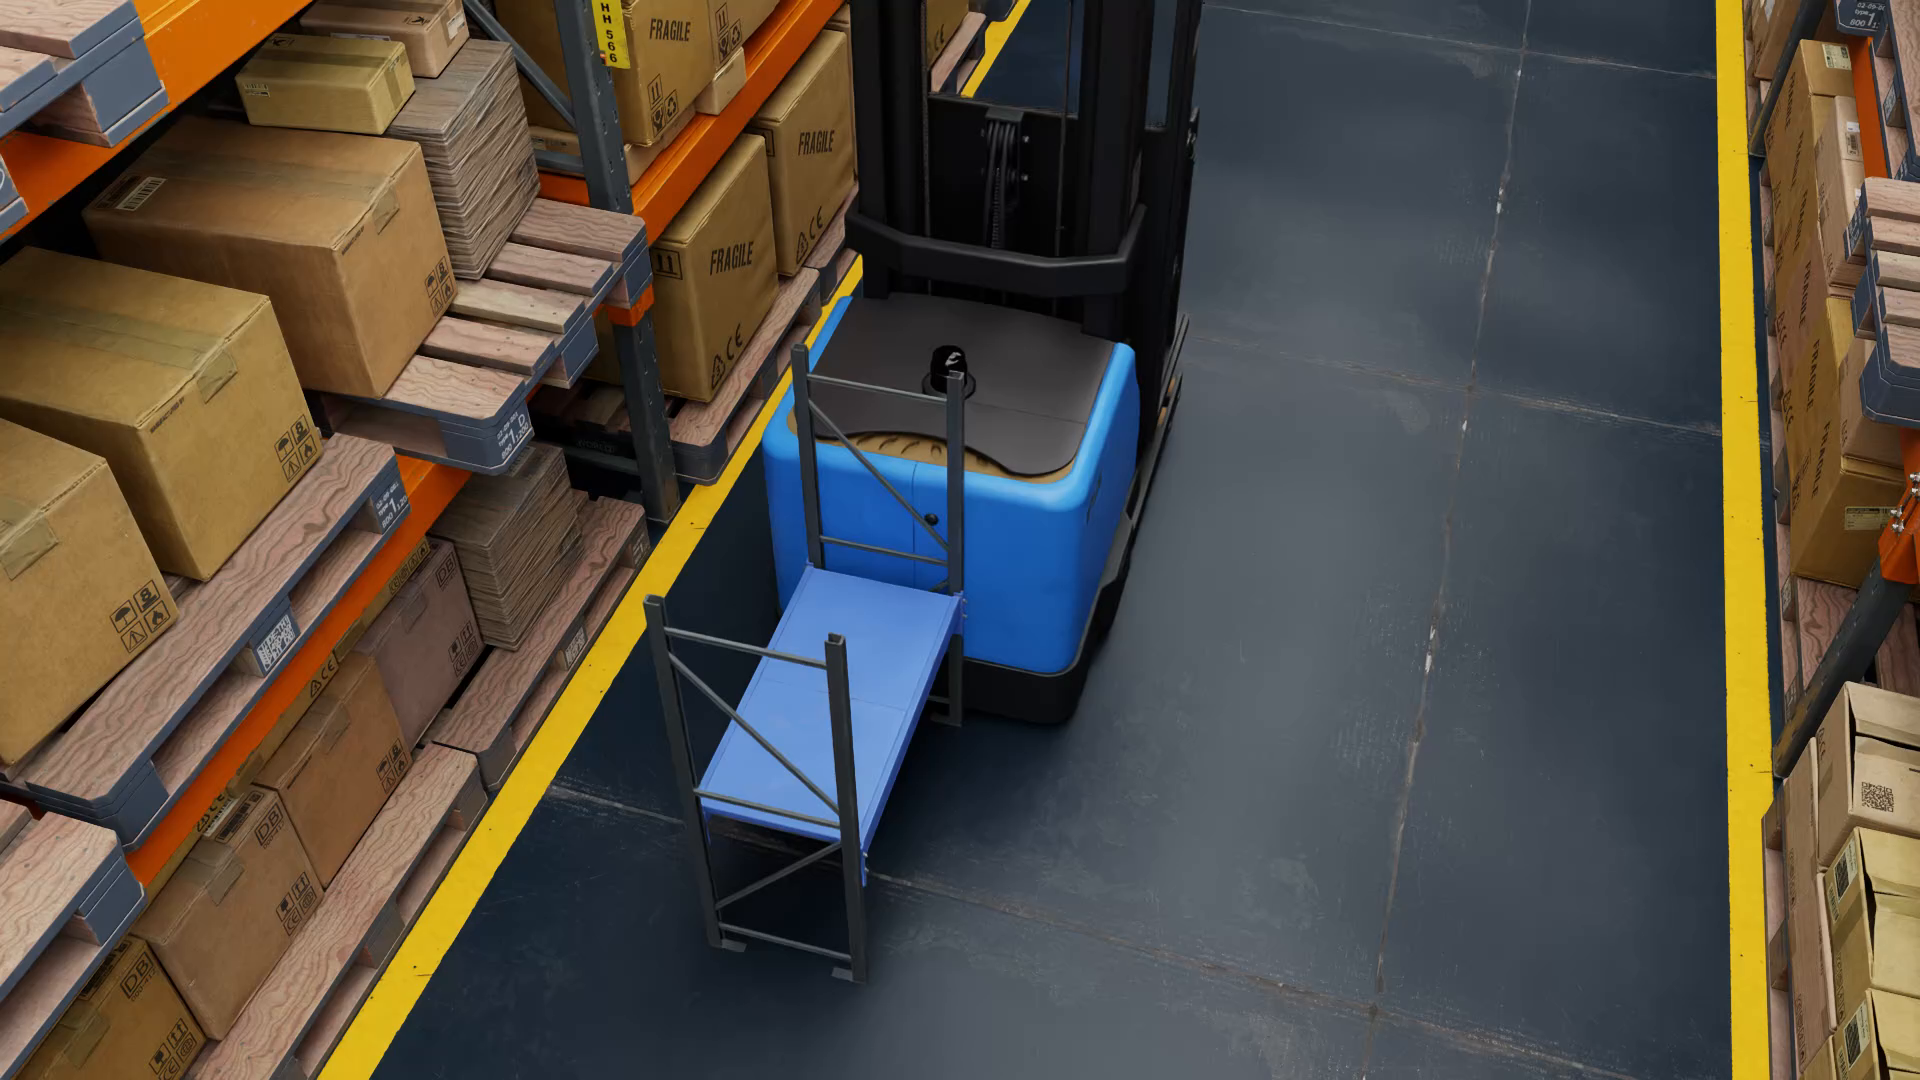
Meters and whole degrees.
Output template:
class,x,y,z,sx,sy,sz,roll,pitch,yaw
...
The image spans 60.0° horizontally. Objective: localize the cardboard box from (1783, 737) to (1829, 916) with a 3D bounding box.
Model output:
class,x,y,z,sx,sy,sz,roll,pitch,yaw
cardboard box,2.720,0.895,4.857,0.500,0.250,0.500,12,46,12

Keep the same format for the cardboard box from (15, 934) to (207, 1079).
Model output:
class,x,y,z,sx,sy,sz,roll,pitch,yaw
cardboard box,-2.459,1.282,4.268,0.700,0.500,0.500,12,46,12

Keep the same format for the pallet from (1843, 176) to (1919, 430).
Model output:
class,x,y,z,sx,sy,sz,roll,pitch,yaw
pallet,3.297,-0.623,4.879,1.213,0.211,1.003,13,46,13

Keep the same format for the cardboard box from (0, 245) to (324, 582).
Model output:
class,x,y,z,sx,sy,sz,roll,pitch,yaw
cardboard box,-2.052,-0.314,4.040,0.700,0.500,0.500,13,46,13

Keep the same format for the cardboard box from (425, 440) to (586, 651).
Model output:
class,x,y,z,sx,sy,sz,roll,pitch,yaw
cardboard box,-1.732,-0.045,5.623,0.700,0.500,0.500,13,46,13

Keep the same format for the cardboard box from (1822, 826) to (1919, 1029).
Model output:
class,x,y,z,sx,sy,sz,roll,pitch,yaw
cardboard box,2.569,1.046,4.301,0.500,0.311,0.500,11,46,12

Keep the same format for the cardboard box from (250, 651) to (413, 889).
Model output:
class,x,y,z,sx,sy,sz,roll,pitch,yaw
cardboard box,-2.122,0.611,4.953,0.700,0.500,0.500,12,46,12

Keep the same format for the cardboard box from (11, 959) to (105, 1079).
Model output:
class,x,y,z,sx,sy,sz,roll,pitch,yaw
cardboard box,-2.437,1.074,3.944,0.500,0.250,0.500,12,46,12

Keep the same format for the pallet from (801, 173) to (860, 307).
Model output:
class,x,y,z,sx,sy,sz,roll,pitch,yaw
pallet,-0.881,-1.595,7.729,1.003,0.211,1.213,13,46,13

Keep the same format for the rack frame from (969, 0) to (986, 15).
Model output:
class,x,y,z,sx,sy,sz,roll,pitch,yaw
rack frame,-0.352,-3.938,8.130,1.000,3.000,0.127,13,46,13

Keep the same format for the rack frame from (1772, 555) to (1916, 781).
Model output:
class,x,y,z,sx,sy,sz,roll,pitch,yaw
rack frame,3.159,-0.225,4.335,1.000,3.000,0.127,13,46,13

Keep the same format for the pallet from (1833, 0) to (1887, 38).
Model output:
class,x,y,z,sx,sy,sz,roll,pitch,yaw
pallet,4.024,-2.313,6.606,1.003,0.211,1.213,13,46,13

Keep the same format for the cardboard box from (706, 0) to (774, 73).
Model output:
class,x,y,z,sx,sy,sz,roll,pitch,yaw
cardboard box,-1.005,-2.038,5.889,0.500,0.500,0.500,14,46,14

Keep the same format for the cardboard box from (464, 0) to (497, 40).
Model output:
class,x,y,z,sx,sy,sz,roll,pitch,yaw
cardboard box,-1.671,-1.792,5.638,0.500,0.500,0.500,13,46,13

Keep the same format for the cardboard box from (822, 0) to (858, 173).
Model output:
class,x,y,z,sx,sy,sz,roll,pitch,yaw
cardboard box,-0.691,-2.266,7.657,0.750,0.750,0.750,14,46,14

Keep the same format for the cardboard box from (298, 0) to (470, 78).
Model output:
class,x,y,z,sx,sy,sz,roll,pitch,yaw
cardboard box,-1.639,-1.460,4.748,0.380,0.149,0.250,7,45,7

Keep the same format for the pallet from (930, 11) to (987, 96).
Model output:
class,x,y,z,sx,sy,sz,roll,pitch,yaw
pallet,-0.514,-2.411,8.563,1.003,0.211,1.213,13,46,13

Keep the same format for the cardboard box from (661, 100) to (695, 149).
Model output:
class,x,y,z,sx,sy,sz,roll,pitch,yaw
cardboard box,-1.158,-1.526,5.830,0.380,0.149,0.250,13,46,13

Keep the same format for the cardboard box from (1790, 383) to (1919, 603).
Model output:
class,x,y,z,sx,sy,sz,roll,pitch,yaw
cardboard box,3.218,-0.162,5.743,0.500,0.500,0.500,14,46,14

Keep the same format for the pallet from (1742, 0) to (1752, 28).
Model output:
class,x,y,z,sx,sy,sz,roll,pitch,yaw
pallet,4.947,-3.168,9.337,1.003,0.211,1.213,13,46,13

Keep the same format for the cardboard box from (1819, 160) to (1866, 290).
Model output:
class,x,y,z,sx,sy,sz,roll,pitch,yaw
cardboard box,3.537,-1.151,6.218,0.500,0.250,0.500,12,46,12

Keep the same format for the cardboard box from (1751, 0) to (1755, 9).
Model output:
class,x,y,z,sx,sy,sz,roll,pitch,yaw
cardboard box,4.500,-3.027,8.807,0.500,0.311,0.500,13,46,13

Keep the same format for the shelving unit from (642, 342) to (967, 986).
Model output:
class,x,y,z,sx,sy,sz,roll,pitch,yaw
shelving unit,-0.372,0.380,4.790,0.538,1.500,1.048,11,46,11

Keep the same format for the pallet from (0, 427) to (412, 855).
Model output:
class,x,y,z,sx,sy,sz,roll,pitch,yaw
pallet,-2.124,0.125,4.115,1.003,0.211,1.213,13,46,13

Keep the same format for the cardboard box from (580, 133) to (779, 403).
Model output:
class,x,y,z,sx,sy,sz,roll,pitch,yaw
cardboard box,-1.216,-1.116,6.482,0.750,0.750,0.750,12,46,12

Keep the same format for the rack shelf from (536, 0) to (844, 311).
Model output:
class,x,y,z,sx,sy,sz,roll,pitch,yaw
rack shelf,-0.958,-2.348,7.019,1.077,0.370,4.000,13,46,13

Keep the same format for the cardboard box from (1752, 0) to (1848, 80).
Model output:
class,x,y,z,sx,sy,sz,roll,pitch,yaw
cardboard box,4.273,-2.595,8.230,0.500,0.500,0.500,13,46,13

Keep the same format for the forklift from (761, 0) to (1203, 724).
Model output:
class,x,y,z,sx,sy,sz,roll,pitch,yaw
forklift,0.272,-1.487,5.674,1.130,2.935,3.031,11,46,11

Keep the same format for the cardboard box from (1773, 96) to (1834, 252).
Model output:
class,x,y,z,sx,sy,sz,roll,pitch,yaw
cardboard box,3.841,-1.526,7.138,0.500,0.500,0.500,13,46,13

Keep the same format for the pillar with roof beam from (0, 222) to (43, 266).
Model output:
class,x,y,z,sx,sy,sz,roll,pitch,yaw
pillar with roof beam,1.322,-1.821,1.677,9.100,9.000,0.400,13,46,13

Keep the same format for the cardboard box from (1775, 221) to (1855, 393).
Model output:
class,x,y,z,sx,sy,sz,roll,pitch,yaw
cardboard box,3.529,-0.858,6.455,0.500,0.500,0.500,11,45,11

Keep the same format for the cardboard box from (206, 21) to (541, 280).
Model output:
class,x,y,z,sx,sy,sz,roll,pitch,yaw
cardboard box,-1.696,-1.149,4.894,0.700,0.500,0.500,8,45,8

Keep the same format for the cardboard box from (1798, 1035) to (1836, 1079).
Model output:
class,x,y,z,sx,sy,sz,roll,pitch,yaw
cardboard box,2.417,1.578,4.159,0.500,0.250,0.500,11,46,11

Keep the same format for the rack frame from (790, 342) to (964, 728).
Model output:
class,x,y,z,sx,sy,sz,roll,pitch,yaw
rack frame,-0.232,0.038,5.139,0.500,1.500,0.032,11,46,11

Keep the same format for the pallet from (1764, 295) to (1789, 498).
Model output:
class,x,y,z,sx,sy,sz,roll,pitch,yaw
pallet,3.792,-0.528,6.639,1.003,0.211,1.213,13,46,13

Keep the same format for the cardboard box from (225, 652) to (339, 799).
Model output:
class,x,y,z,sx,sy,sz,roll,pitch,yaw
cardboard box,-2.115,0.398,4.635,0.500,0.250,0.500,12,46,12

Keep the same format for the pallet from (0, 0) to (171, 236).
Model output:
class,x,y,z,sx,sy,sz,roll,pitch,yaw
pallet,-2.175,-0.691,2.801,1.213,0.211,1.003,13,46,13

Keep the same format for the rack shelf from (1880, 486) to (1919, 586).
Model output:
class,x,y,z,sx,sy,sz,roll,pitch,yaw
rack shelf,2.553,1.365,3.224,1.077,0.370,4.000,13,46,13

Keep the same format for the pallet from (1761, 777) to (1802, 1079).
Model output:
class,x,y,z,sx,sy,sz,roll,pitch,yaw
pallet,2.872,1.312,4.758,1.003,0.211,1.213,13,46,13

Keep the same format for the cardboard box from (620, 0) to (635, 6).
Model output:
class,x,y,z,sx,sy,sz,roll,pitch,yaw
cardboard box,-1.171,-1.956,5.270,0.500,0.250,0.500,14,46,13

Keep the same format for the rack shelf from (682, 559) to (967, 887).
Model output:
class,x,y,z,sx,sy,sz,roll,pitch,yaw
rack shelf,-0.372,0.508,4.916,0.538,0.185,1.000,11,46,11
